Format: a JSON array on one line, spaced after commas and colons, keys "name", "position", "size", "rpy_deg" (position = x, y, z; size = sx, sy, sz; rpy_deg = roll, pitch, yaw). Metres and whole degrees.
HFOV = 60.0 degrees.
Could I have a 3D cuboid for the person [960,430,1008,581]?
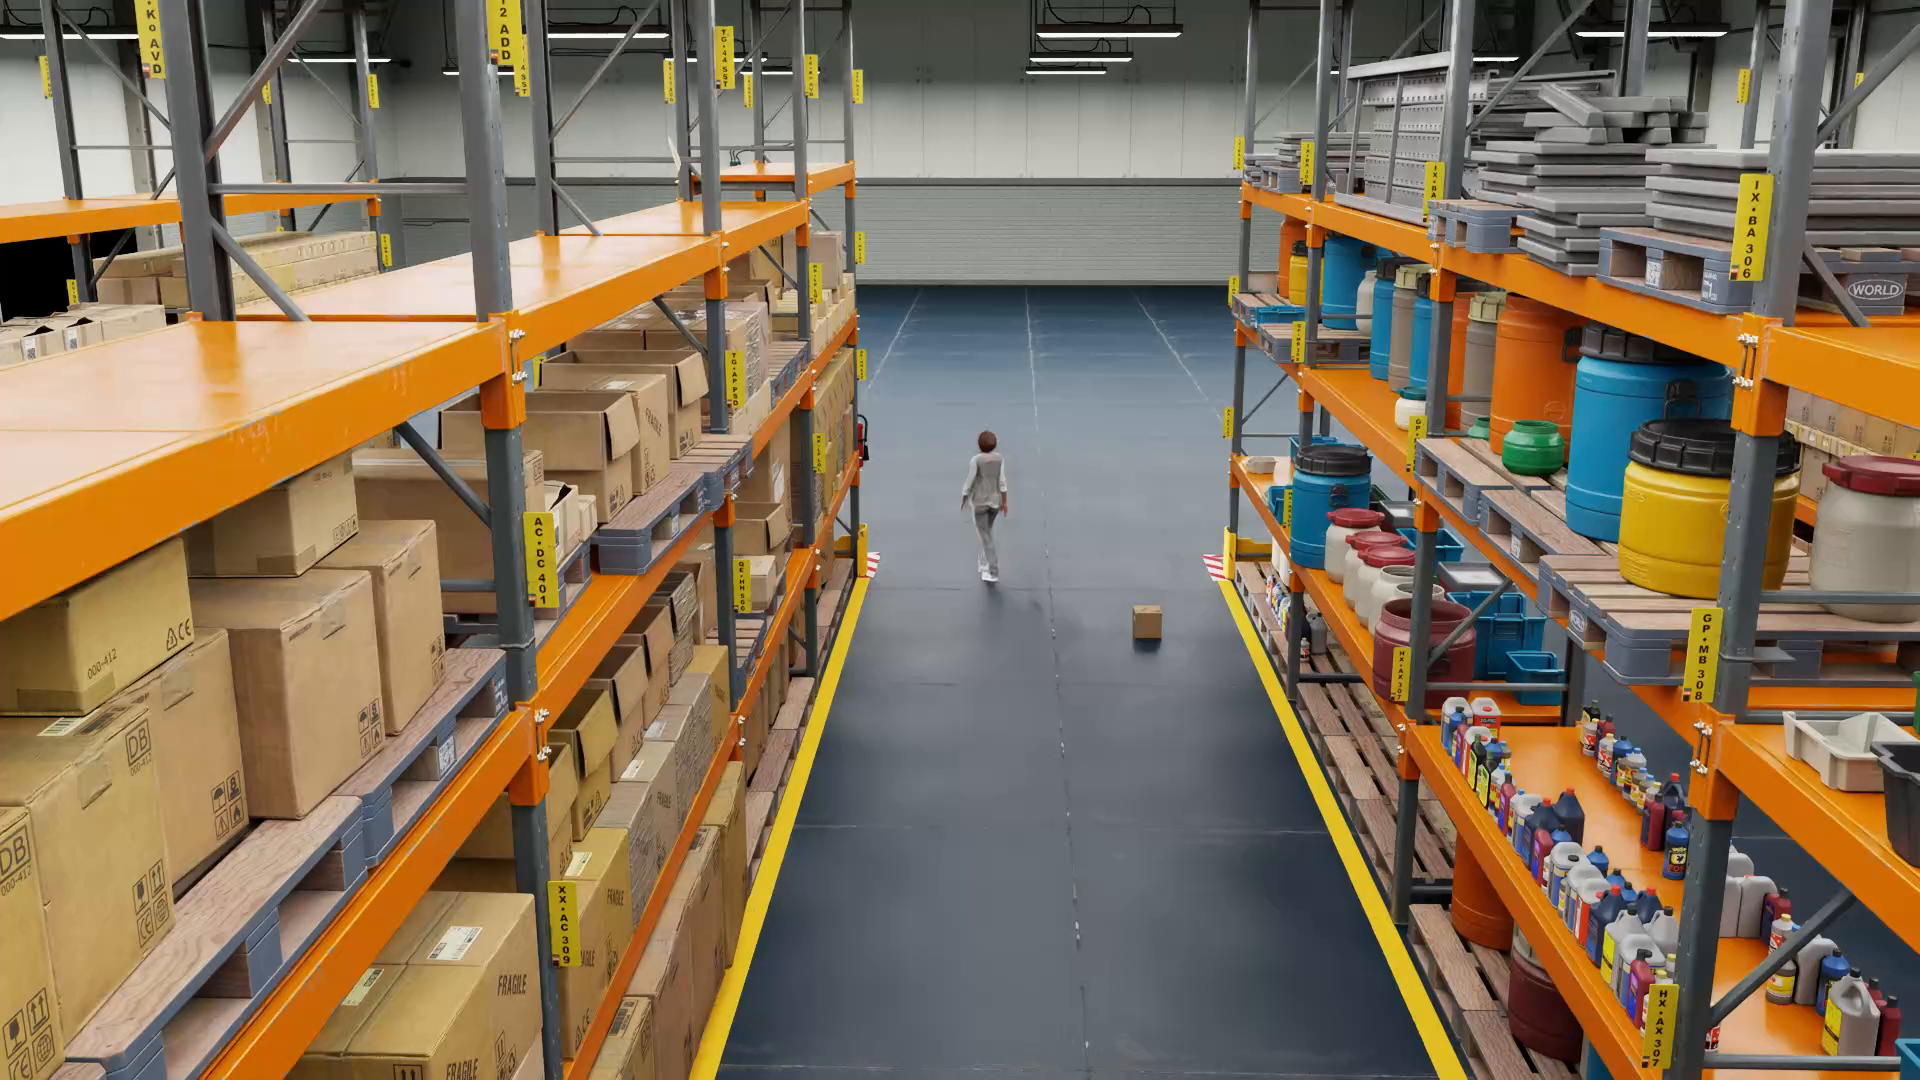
[{"name": "person", "position": [0.244, -0.350, 17.433], "size": [0.454, 1.636, 0.643], "rpy_deg": [-7, 16, -26]}]
